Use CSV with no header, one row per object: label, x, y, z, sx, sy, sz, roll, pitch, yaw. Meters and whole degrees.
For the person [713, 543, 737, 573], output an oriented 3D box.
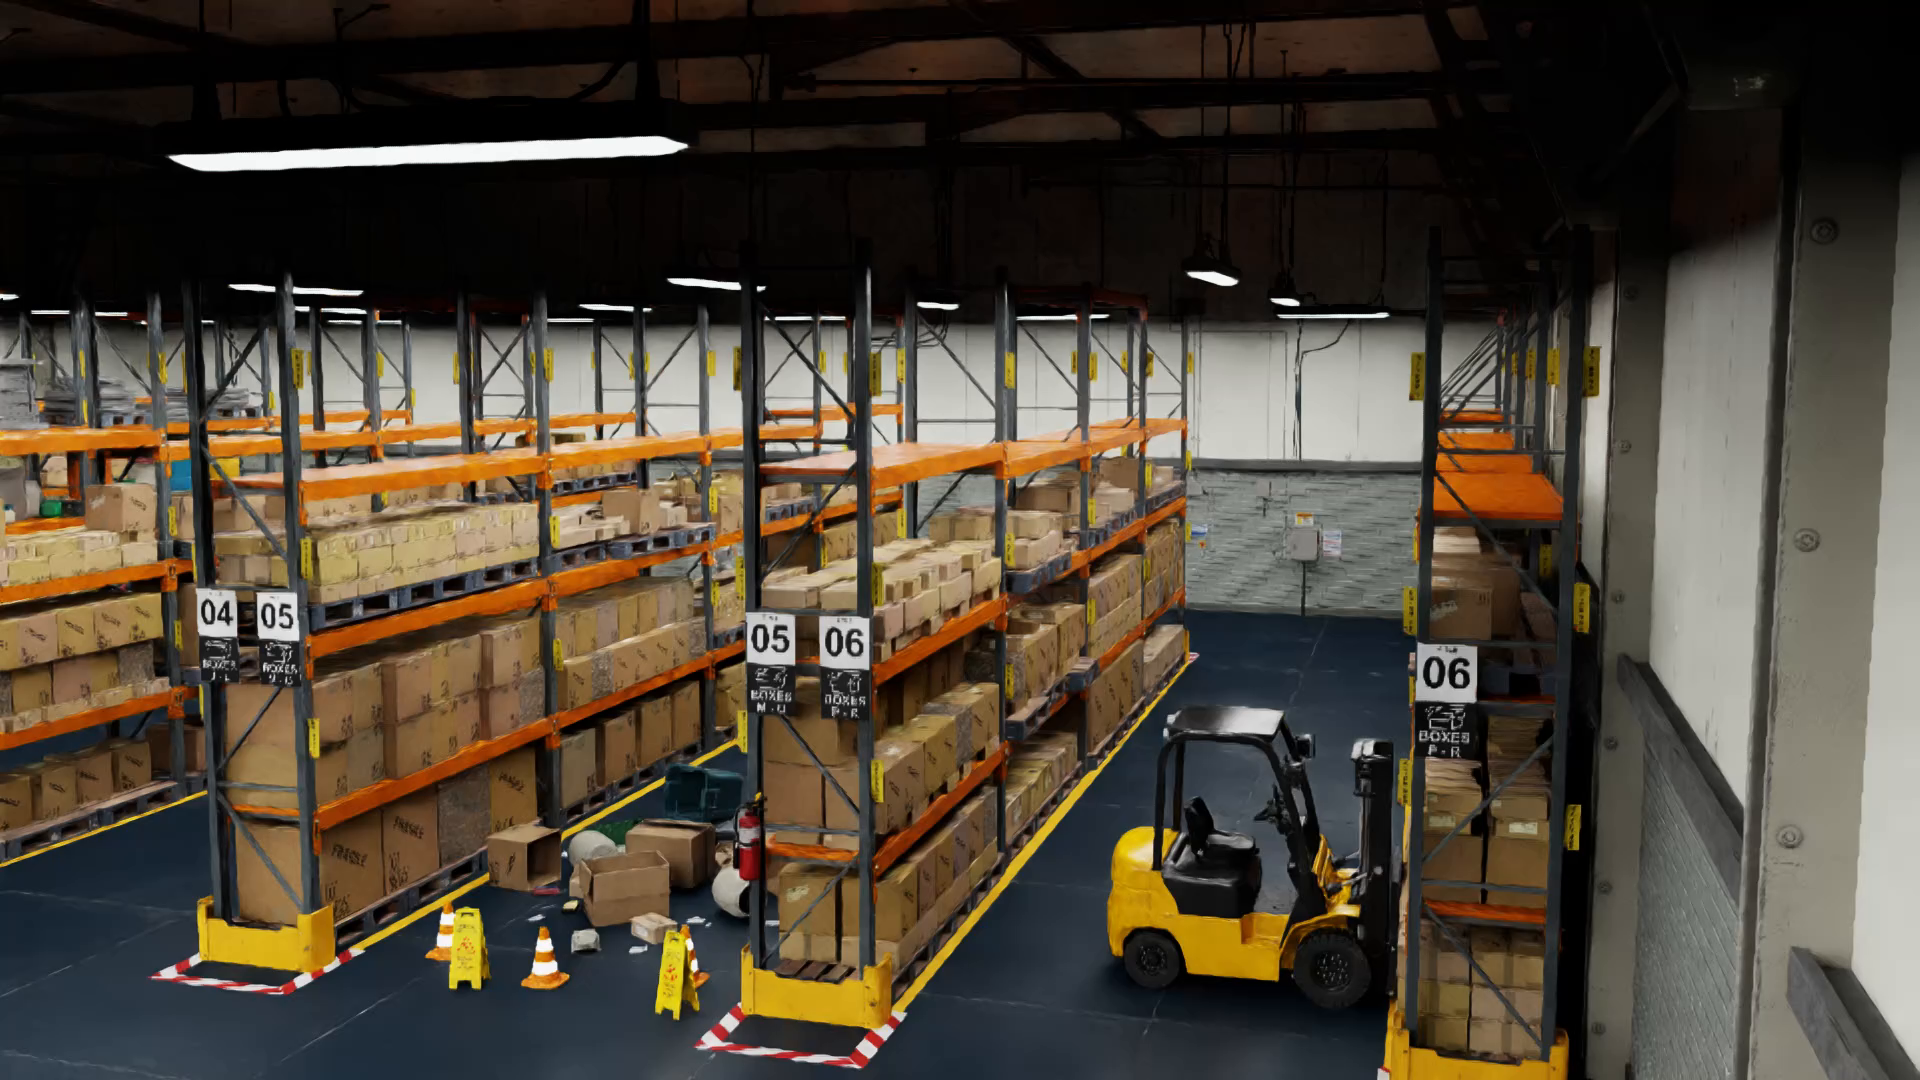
person,-4.896,0.485,34.630,0.599,1.602,0.817,0,6,-1
